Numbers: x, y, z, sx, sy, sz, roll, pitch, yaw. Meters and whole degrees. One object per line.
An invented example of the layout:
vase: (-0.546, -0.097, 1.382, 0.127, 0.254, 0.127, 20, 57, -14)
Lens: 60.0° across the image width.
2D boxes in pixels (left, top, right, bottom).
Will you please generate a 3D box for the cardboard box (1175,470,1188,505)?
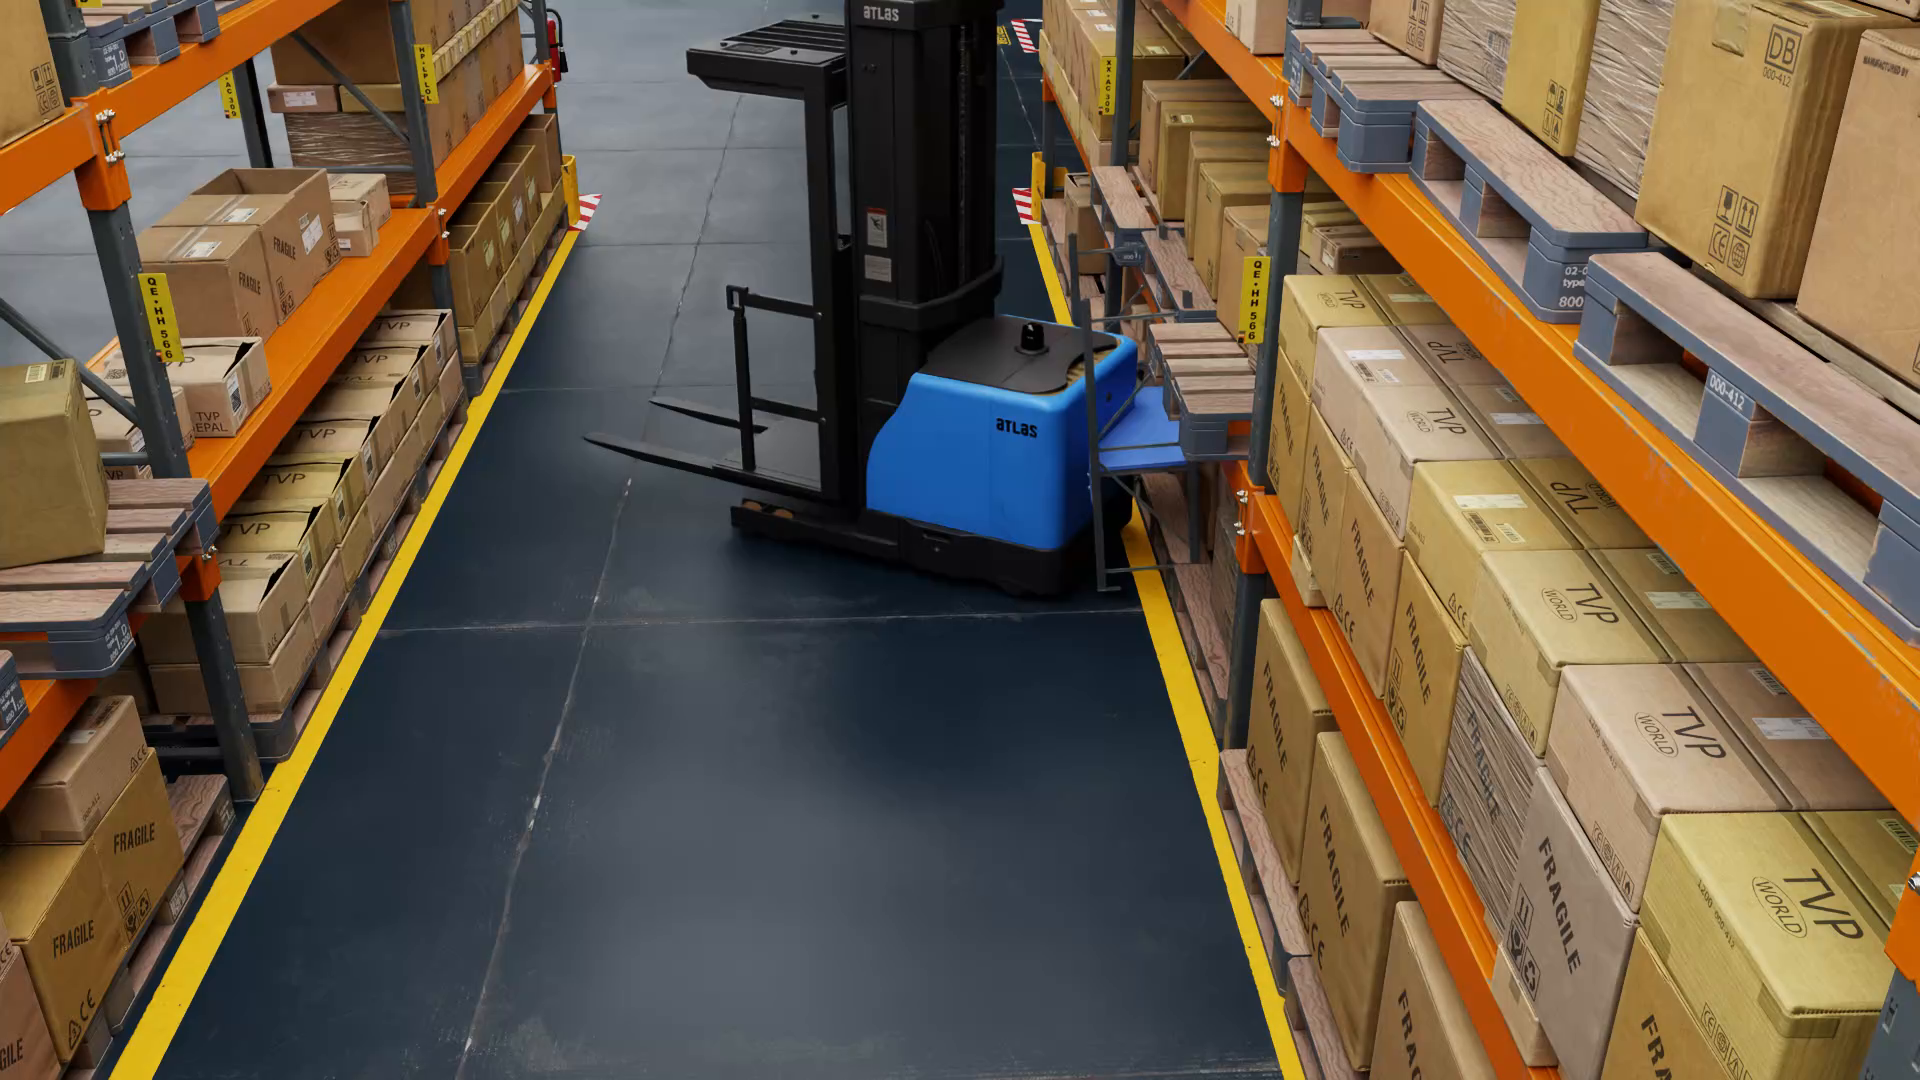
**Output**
cardboard box: (1.514, -0.523, 8.736, 0.700, 0.500, 0.500, -1, 28, -2)

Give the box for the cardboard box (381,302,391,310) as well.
cardboard box: (-3.794, -1.304, 10.526, 0.500, 0.250, 0.500, -1, 28, -3)

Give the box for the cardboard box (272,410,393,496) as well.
cardboard box: (-3.164, -0.461, 8.303, 0.500, 0.311, 0.500, -2, 28, -3)

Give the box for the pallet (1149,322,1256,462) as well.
pallet: (1.460, -0.644, 6.948, 1.213, 0.211, 1.003, -1, 28, -3)

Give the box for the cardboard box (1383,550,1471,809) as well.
cardboard box: (1.452, 0.355, 4.375, 0.500, 0.500, 0.500, -1, 28, -1)

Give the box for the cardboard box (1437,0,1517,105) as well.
cardboard box: (1.767, -1.506, 4.565, 0.700, 0.500, 0.500, -3, 28, -5)

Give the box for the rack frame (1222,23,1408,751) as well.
rack frame: (1.604, -0.402, 6.277, 1.000, 3.000, 0.127, -1, 28, -3)

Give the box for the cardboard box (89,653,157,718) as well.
cardboard box: (-3.614, 0.515, 7.038, 0.500, 0.250, 0.500, -1, 28, -1)

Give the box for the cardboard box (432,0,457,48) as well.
cardboard box: (-3.634, -3.417, 10.547, 0.700, 0.500, 0.500, -1, 28, -3)

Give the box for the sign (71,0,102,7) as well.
sign: (-2.801, -1.852, 5.255, 0.100, 0.325, 0.005, -1, 28, -3)

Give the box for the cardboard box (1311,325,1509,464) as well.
cardboard box: (1.399, -0.456, 5.118, 0.500, 0.250, 0.500, -2, 28, -3)

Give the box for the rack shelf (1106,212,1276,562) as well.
rack shelf: (1.500, -1.007, 8.215, 1.077, 0.370, 4.000, -1, 28, -3)

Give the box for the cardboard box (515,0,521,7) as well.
cardboard box: (-3.550, -4.135, 12.626, 0.380, 0.149, 0.250, -2, 28, -4)

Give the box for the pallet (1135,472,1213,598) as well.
pallet: (1.504, -0.089, 8.692, 1.003, 0.211, 1.213, -1, 28, -3)

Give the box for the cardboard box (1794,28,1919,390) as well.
cardboard box: (1.877, -0.533, 2.701, 0.700, 0.500, 0.500, -3, 28, -5)

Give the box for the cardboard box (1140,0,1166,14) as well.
cardboard box: (1.497, -3.455, 11.460, 0.500, 0.500, 0.500, -1, 28, -2)

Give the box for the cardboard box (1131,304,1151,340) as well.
cardboard box: (1.337, -1.435, 10.845, 0.380, 0.166, 0.250, -5, 28, -9)

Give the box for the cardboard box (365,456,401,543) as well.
cardboard box: (-3.163, -0.206, 8.420, 0.500, 0.250, 0.500, -1, 28, -2)

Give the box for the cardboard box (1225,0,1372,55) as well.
cardboard box: (1.297, -2.027, 6.225, 0.500, 0.311, 0.500, -1, 28, -3)

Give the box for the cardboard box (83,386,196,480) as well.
cardboard box: (-3.318, -0.410, 6.389, 0.500, 0.311, 0.500, 0, 28, 1)

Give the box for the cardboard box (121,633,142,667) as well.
cardboard box: (-3.616, 0.268, 6.906, 0.500, 0.311, 0.500, -1, 28, -1)

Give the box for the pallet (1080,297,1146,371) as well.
pallet: (1.325, -1.322, 11.057, 1.003, 0.211, 1.213, -1, 28, -3)

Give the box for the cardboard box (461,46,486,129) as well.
cardboard box: (-3.665, -3.089, 11.321, 0.700, 0.500, 0.500, -1, 28, -1)

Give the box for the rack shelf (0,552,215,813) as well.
rack shelf: (-3.238, 0.962, 4.440, 1.077, 0.370, 4.000, -1, 28, -3)

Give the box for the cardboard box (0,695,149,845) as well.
cardboard box: (-3.052, 0.752, 5.481, 0.500, 0.250, 0.500, 0, 28, -1)

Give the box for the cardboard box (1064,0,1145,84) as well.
cardboard box: (0.986, -3.438, 11.429, 0.500, 0.500, 0.500, -1, 28, -1)

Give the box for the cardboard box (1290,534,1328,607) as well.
cardboard box: (1.324, 0.099, 5.566, 0.380, 0.149, 0.250, -1, 28, -1)

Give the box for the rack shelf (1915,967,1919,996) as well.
rack shelf: (1.917, 1.358, 0.437, 1.077, 0.370, 4.000, -1, 28, -3)

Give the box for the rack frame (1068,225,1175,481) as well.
rack frame: (0.861, -0.899, 8.721, 0.500, 1.500, 0.032, -5, 27, 2)

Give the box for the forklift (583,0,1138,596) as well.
forklift: (-0.634, -1.493, 8.443, 3.031, 2.935, 1.130, 14, 30, 24)

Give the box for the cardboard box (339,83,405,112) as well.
cardboard box: (-3.372, -2.589, 9.660, 0.380, 0.149, 0.250, -1, 28, -3)

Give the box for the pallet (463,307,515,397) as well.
pallet: (-3.551, -1.260, 10.937, 1.003, 0.211, 1.213, -1, 28, -3)

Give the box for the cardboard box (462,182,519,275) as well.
cardboard box: (-3.315, -2.111, 11.262, 0.500, 0.500, 0.500, -1, 28, -3)

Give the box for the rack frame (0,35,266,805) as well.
rack frame: (-3.343, -0.281, 6.045, 1.000, 3.000, 0.127, -1, 28, -3)

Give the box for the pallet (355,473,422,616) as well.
pallet: (-3.407, 0.012, 8.498, 1.003, 0.211, 1.213, -1, 28, -3)

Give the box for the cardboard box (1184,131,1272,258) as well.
cardboard box: (1.475, -1.691, 8.165, 0.700, 0.500, 0.500, 2, 28, 4)

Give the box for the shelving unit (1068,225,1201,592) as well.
shelving unit: (0.860, -0.668, 8.269, 0.538, 1.500, 1.048, -5, 27, 2)

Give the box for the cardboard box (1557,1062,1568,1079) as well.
cardboard box: (1.507, 1.162, 3.529, 0.380, 0.149, 0.250, -1, 28, -1)

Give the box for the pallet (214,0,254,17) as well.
pallet: (-3.529, -2.355, 6.982, 1.003, 0.211, 1.213, 0, 28, 0)

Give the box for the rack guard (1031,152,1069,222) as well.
rack guard: (1.190, -2.953, 13.872, 1.175, 0.500, 0.348, -1, 28, -3)

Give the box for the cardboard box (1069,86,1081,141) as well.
cardboard box: (1.008, -2.865, 11.141, 0.500, 0.250, 0.500, -2, 28, -3)

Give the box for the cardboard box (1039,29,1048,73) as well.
cardboard box: (0.895, -3.806, 12.944, 0.500, 0.250, 0.500, -2, 28, -4)

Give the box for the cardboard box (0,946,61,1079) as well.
cardboard box: (-2.999, 1.540, 4.781, 0.500, 0.500, 0.500, -2, 28, -5)

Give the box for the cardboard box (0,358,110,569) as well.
cardboard box: (-3.197, -0.223, 5.372, 0.700, 0.500, 0.500, -11, 29, -20)

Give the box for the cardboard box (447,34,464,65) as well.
cardboard box: (-3.444, -3.184, 10.801, 0.380, 0.149, 0.250, -2, 28, -4)

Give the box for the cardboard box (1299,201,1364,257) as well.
cardboard box: (1.524, -1.236, 6.591, 0.380, 0.149, 0.250, -6, 28, -11)

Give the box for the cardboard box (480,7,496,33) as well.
cardboard box: (-3.497, -3.659, 11.712, 0.380, 0.149, 0.250, -1, 28, -1)

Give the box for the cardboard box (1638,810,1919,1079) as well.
cardboard box: (1.533, 0.718, 2.867, 0.500, 0.250, 0.500, -1, 28, -1)

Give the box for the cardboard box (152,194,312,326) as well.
cardboard box: (-3.474, -1.343, 7.973, 0.500, 0.500, 0.500, -1, 28, -3)

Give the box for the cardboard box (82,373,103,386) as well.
cardboard box: (-3.666, -0.578, 6.886, 0.380, 0.149, 0.250, -1, 28, -3)

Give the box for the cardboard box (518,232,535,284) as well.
cardboard box: (-3.347, -2.009, 11.878, 0.500, 0.250, 0.500, -1, 28, -3)
